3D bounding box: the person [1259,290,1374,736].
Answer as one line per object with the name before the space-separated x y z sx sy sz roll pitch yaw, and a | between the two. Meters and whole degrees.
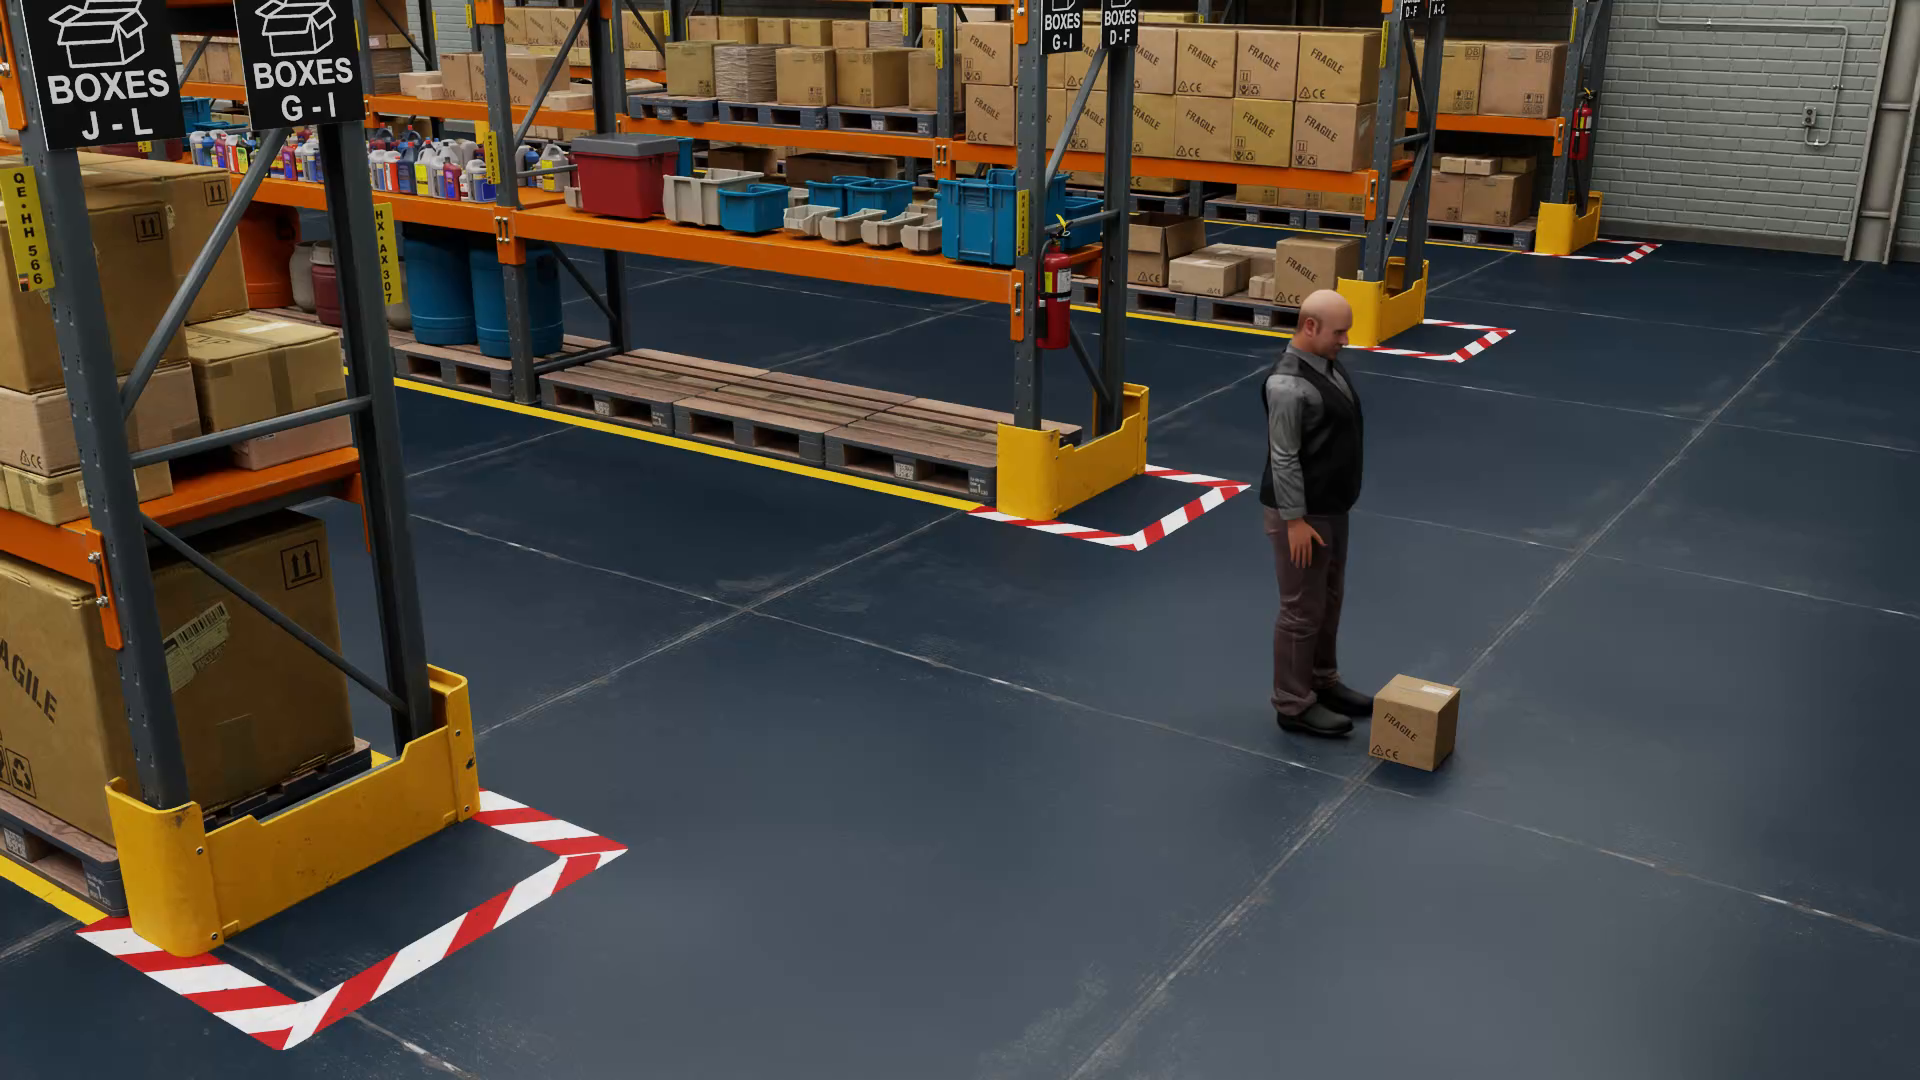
person | 1.373 -0.094 6.326 0.452 1.727 0.544 10 22 25
